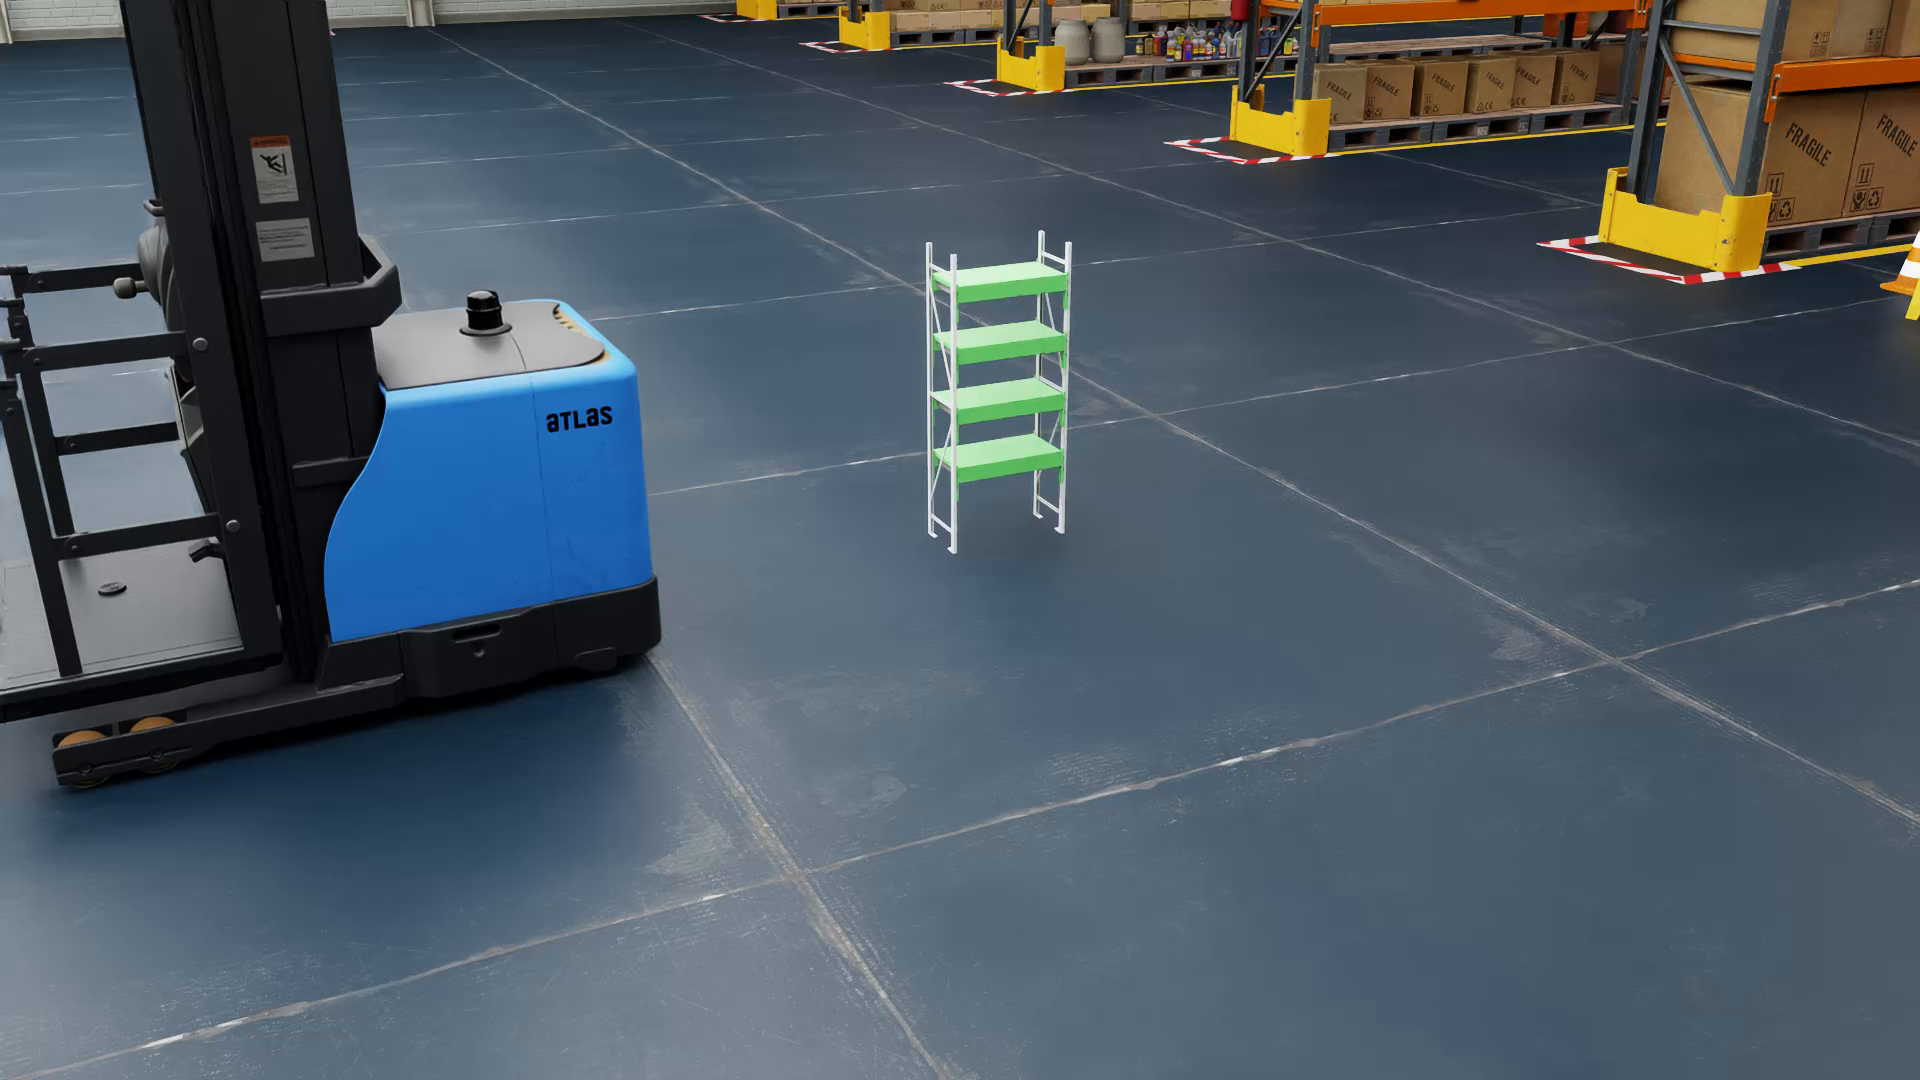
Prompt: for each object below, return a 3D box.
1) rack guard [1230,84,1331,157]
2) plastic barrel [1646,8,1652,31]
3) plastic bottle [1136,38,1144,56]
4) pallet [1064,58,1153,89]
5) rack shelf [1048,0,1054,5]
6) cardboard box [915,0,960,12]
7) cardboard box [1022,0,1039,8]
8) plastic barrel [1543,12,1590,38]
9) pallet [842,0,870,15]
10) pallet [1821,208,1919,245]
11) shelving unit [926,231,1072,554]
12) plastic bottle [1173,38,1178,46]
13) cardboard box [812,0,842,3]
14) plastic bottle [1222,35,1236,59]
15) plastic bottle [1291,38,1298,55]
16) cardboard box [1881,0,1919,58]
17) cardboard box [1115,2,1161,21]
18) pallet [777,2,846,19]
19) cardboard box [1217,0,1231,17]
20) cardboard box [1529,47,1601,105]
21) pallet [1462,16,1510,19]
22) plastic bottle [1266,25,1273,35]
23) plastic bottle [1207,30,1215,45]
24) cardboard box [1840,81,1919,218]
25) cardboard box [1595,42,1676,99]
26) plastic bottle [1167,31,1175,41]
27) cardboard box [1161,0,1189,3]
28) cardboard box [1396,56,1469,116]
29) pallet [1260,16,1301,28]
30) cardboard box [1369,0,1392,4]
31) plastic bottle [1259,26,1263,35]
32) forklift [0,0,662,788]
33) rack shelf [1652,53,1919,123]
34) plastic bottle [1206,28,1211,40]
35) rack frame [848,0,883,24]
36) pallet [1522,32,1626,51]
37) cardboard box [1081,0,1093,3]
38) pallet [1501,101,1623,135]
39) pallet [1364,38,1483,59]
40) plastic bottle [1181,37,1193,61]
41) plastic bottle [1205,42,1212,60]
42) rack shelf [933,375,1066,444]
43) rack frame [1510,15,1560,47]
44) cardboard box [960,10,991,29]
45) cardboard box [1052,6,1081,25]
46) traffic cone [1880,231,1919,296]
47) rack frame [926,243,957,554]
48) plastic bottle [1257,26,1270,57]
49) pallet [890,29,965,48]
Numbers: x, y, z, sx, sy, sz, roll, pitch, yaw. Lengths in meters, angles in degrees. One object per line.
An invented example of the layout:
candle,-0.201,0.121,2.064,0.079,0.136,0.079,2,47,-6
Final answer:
rack guard,3.007,-3.968,15.682,0.348,0.500,1.175,-10,25,-24
plastic barrel,9.920,-7.587,23.862,0.421,0.512,0.421,0,22,0
plastic bottle,2.255,-6.183,20.849,0.097,0.201,0.097,0,22,0
pallet,1.573,-5.690,20.221,1.213,0.211,1.003,-10,25,-24
rack shelf,2.592,-6.816,20.236,4.000,0.370,1.077,-10,25,-24
cardboard box,-0.325,-7.891,23.956,0.500,0.500,0.500,-10,25,-24
cardboard box,1.022,-8.143,24.565,0.500,0.500,0.500,-10,25,-24
plastic barrel,8.432,-7.422,23.048,0.708,0.830,0.600,-10,25,-24
pallet,-1.593,-9.279,28.890,1.213,0.211,1.003,-10,25,-24
pallet,6.783,-2.456,12.407,1.213,0.211,1.003,-10,25,-24
shelving unit,0.149,-0.582,6.587,0.503,1.200,0.258,-10,25,-24
plastic bottle,2.690,-6.199,20.886,0.097,0.201,0.097,0,22,0
cardboard box,-2.330,-9.371,28.406,0.500,0.311,0.500,-8,24,-19
plastic bottle,3.327,-6.108,20.570,0.135,0.276,0.152,-10,24,-23
plastic bottle,4.203,-6.223,20.946,0.097,0.201,0.097,0,22,0
cardboard box,6.358,-3.679,11.519,0.550,0.550,0.875,-10,25,-24
cardboard box,2.720,-8.093,25.426,0.500,0.250,0.500,-11,25,-25
pallet,-2.691,-9.078,28.405,1.213,0.211,1.003,-10,25,-24
cardboard box,4.106,-8.349,26.043,0.500,0.250,0.500,-10,24,-23
cardboard box,6.165,-4.760,17.047,0.500,0.500,0.500,-11,25,-25
pallet,8.741,-9.079,28.407,1.213,0.211,1.003,-10,25,-24
plastic bottle,3.877,-6.303,20.944,0.185,0.351,0.144,-10,25,-24
plastic bottle,3.201,-6.364,21.194,0.097,0.271,0.097,0,22,0
cardboard box,6.373,-2.878,12.010,0.875,0.875,0.875,-11,25,-24
cardboard box,7.105,-4.916,17.398,0.500,0.500,0.700,-13,26,-28
plastic bottle,2.619,-6.273,20.968,0.135,0.276,0.152,-11,25,-25
cardboard box,3.183,-8.435,25.518,0.500,0.311,0.500,-11,25,-24
cardboard box,4.604,-4.455,16.310,0.500,0.500,0.500,-8,24,-19
pallet,5.095,-8.440,26.864,1.213,0.211,1.003,-10,25,-24
cardboard box,3.764,-5.030,15.309,0.250,0.149,0.380,-10,25,-24
plastic bottle,3.917,-6.521,21.575,0.097,0.271,0.097,0,22,0
forklift,-2.582,-0.845,4.959,3.031,2.935,1.130,-11,25,-24
rack shelf,6.801,-3.383,11.942,4.000,0.370,1.077,-10,25,-24
plastic bottle,3.150,-6.394,21.250,0.133,0.283,0.061,-9,24,-21
rack frame,-1.355,-8.525,23.422,0.127,3.000,1.000,-10,25,-24
pallet,8.691,-7.001,23.387,1.213,0.211,1.003,-10,25,-24
cardboard box,1.696,-8.489,25.402,0.500,0.500,0.500,-10,25,-24
pallet,5.953,-4.362,17.011,1.213,0.211,1.003,-10,25,-24
pallet,6.186,-6.540,22.273,1.213,0.211,1.003,-10,25,-24
plastic bottle,2.771,-5.990,20.275,0.133,0.283,0.061,-10,25,-23
plastic bottle,3.047,-6.011,20.432,0.097,0.201,0.097,0,22,0
rack shelf,0.149,-0.523,6.611,0.480,0.148,0.258,-10,25,-24
rack frame,7.999,-8.144,22.503,0.127,3.000,1.000,-10,25,-24
cardboard box,0.125,-7.628,24.301,0.500,0.250,0.500,-10,25,-24
cardboard box,1.472,-7.880,24.911,0.500,0.250,0.500,-10,25,-24
traffic cone,6.093,-1.811,10.519,0.334,0.463,0.336,-10,25,-24
rack frame,-0.071,-0.541,6.489,0.015,1.200,0.240,-10,25,-24
plastic bottle,3.766,-6.222,20.747,0.185,0.351,0.144,-12,25,-26
pallet,-0.684,-7.378,24.297,1.213,0.211,1.003,-10,25,-24
